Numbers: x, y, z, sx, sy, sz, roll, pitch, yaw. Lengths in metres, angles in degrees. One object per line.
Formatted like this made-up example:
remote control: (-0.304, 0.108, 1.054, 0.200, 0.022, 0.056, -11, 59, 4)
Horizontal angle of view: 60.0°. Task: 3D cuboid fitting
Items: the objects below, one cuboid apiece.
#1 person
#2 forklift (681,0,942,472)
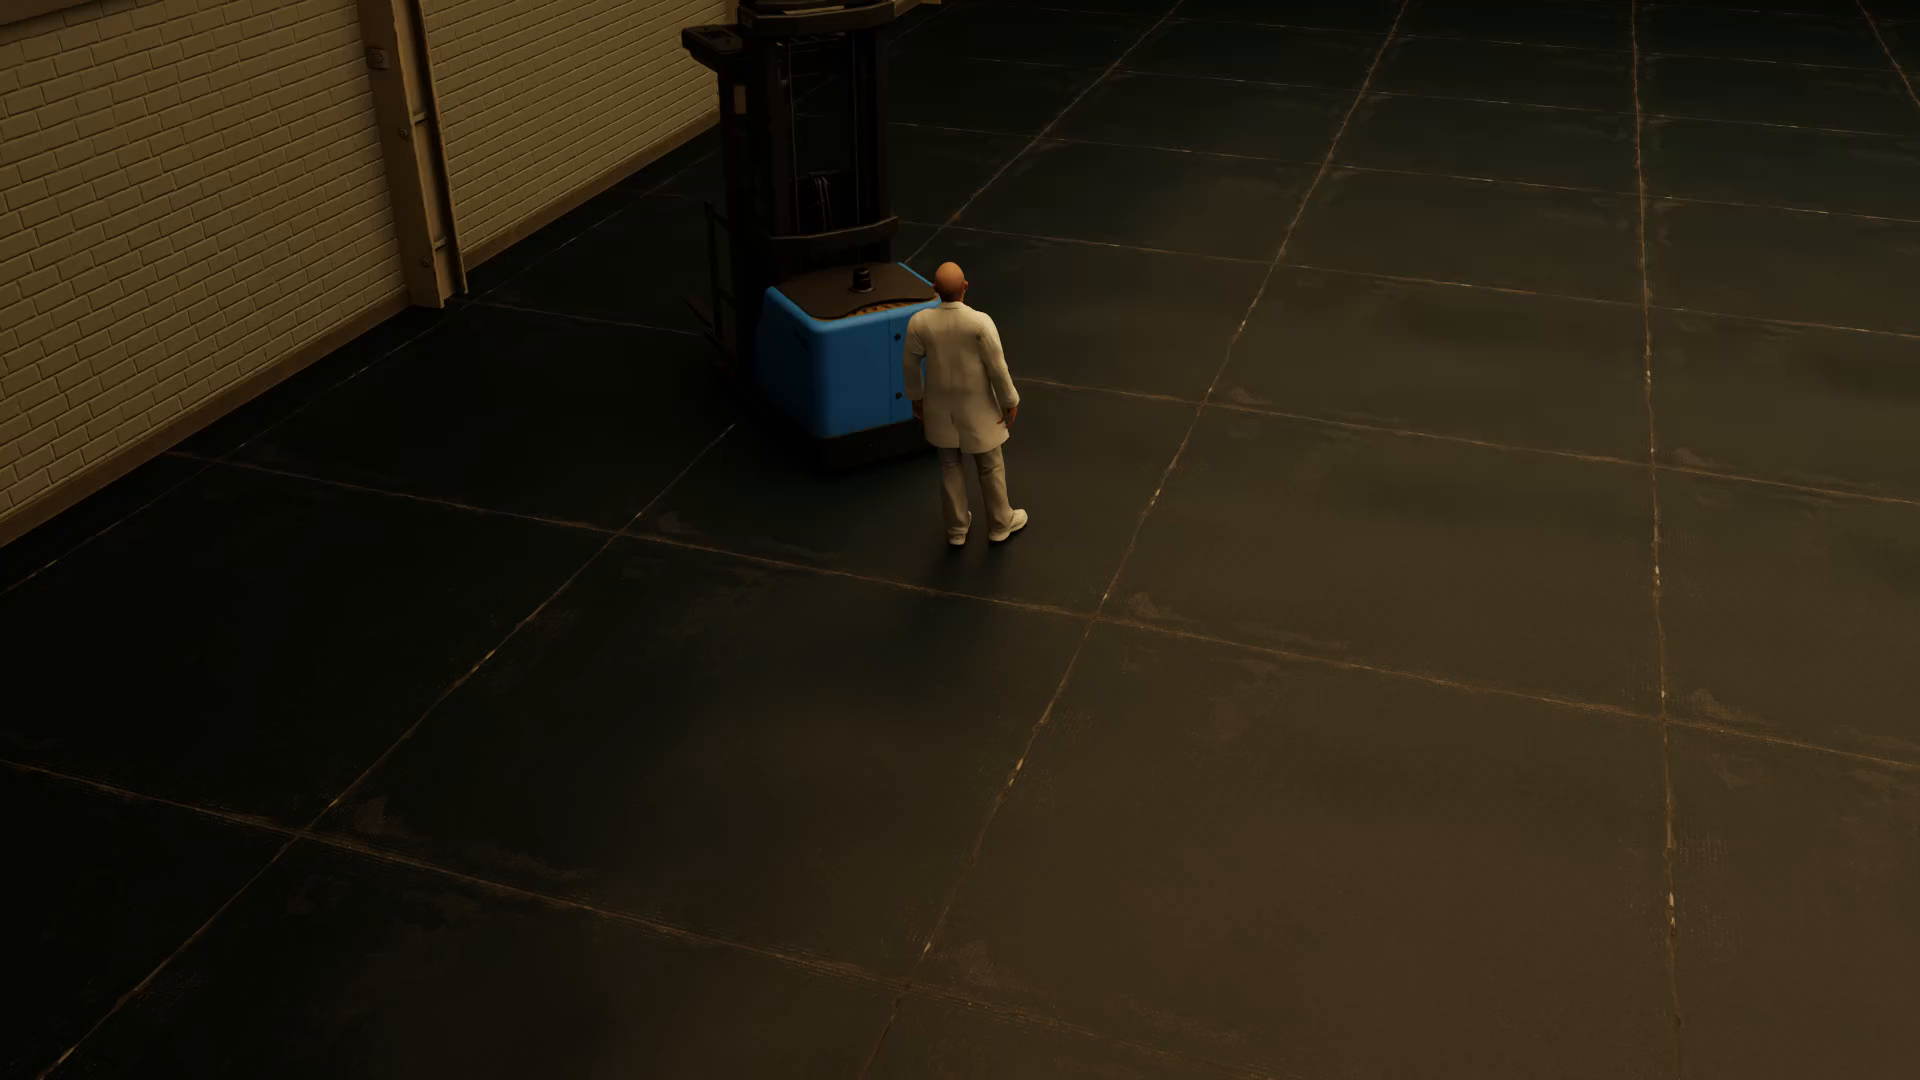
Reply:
person: (0.034, -0.820, 9.726, 0.695, 1.776, 0.580, 10, 31, 16)
forklift: (-1.162, -2.415, 11.373, 1.130, 2.935, 3.031, -15, 33, -24)
